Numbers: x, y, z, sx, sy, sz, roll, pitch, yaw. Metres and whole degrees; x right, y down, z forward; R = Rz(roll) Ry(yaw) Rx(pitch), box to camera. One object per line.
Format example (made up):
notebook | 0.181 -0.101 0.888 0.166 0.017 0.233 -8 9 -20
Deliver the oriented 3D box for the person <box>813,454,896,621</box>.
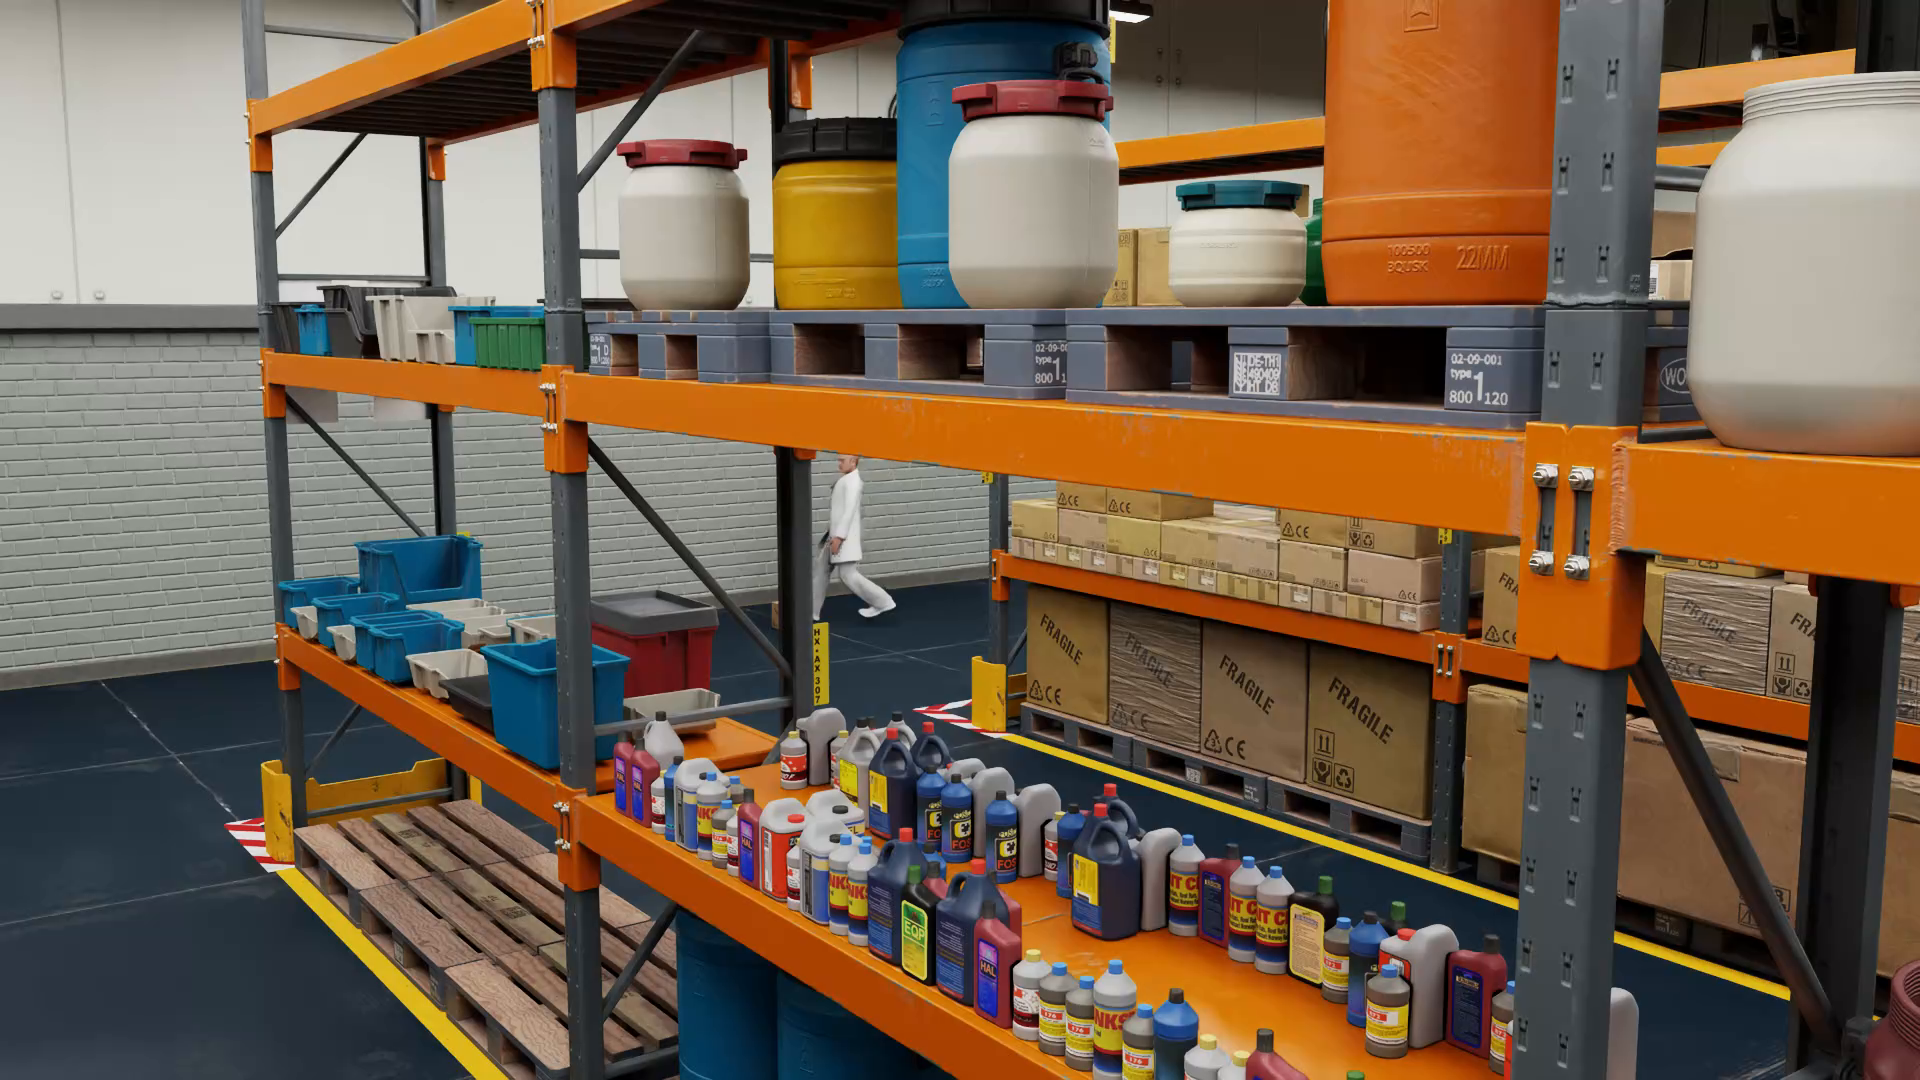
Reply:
person | -1.197 -0.043 16.359 1.103 1.727 0.616 -1 8 -8
